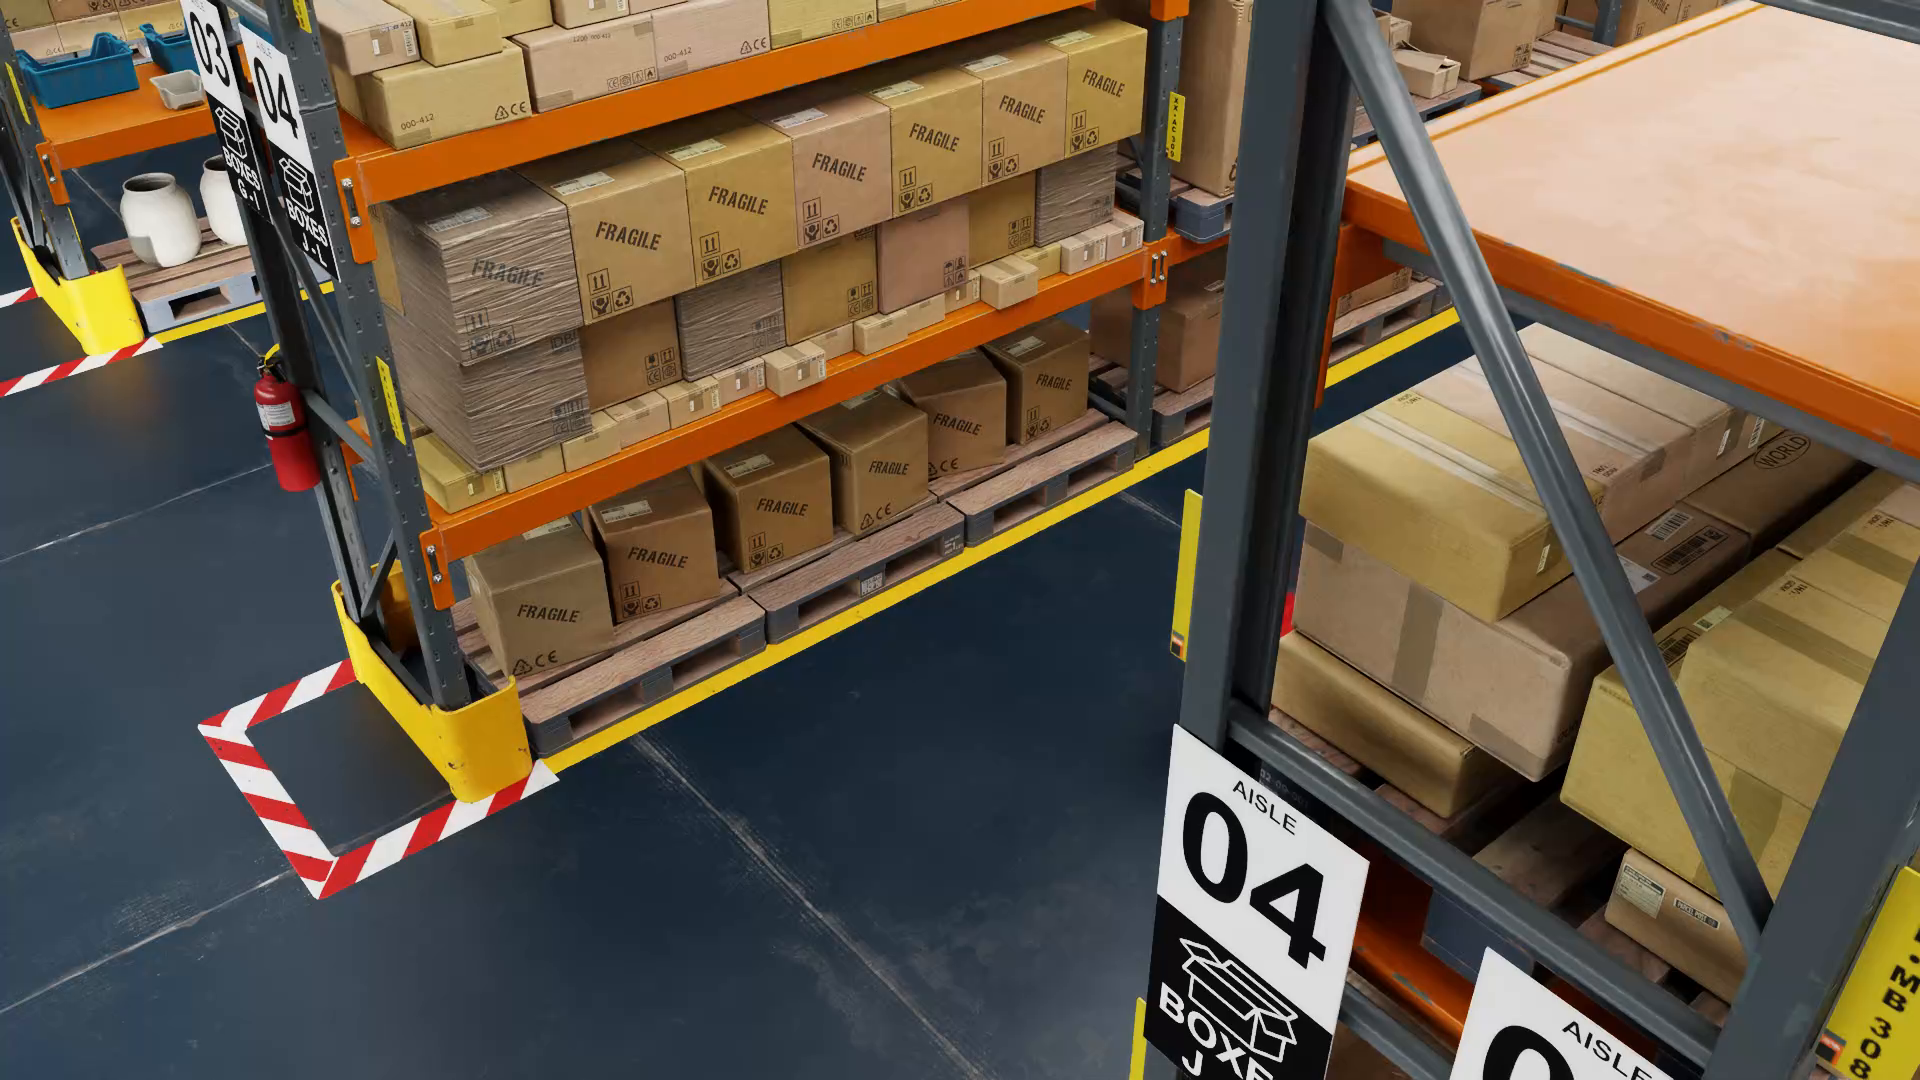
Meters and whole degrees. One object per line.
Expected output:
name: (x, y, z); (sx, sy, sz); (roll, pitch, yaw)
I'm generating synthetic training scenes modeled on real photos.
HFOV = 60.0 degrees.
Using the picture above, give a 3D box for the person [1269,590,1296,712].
person: (1.367, 0.581, 7.137); (0.518, 0.783, 0.927); (-27, 44, -33)
